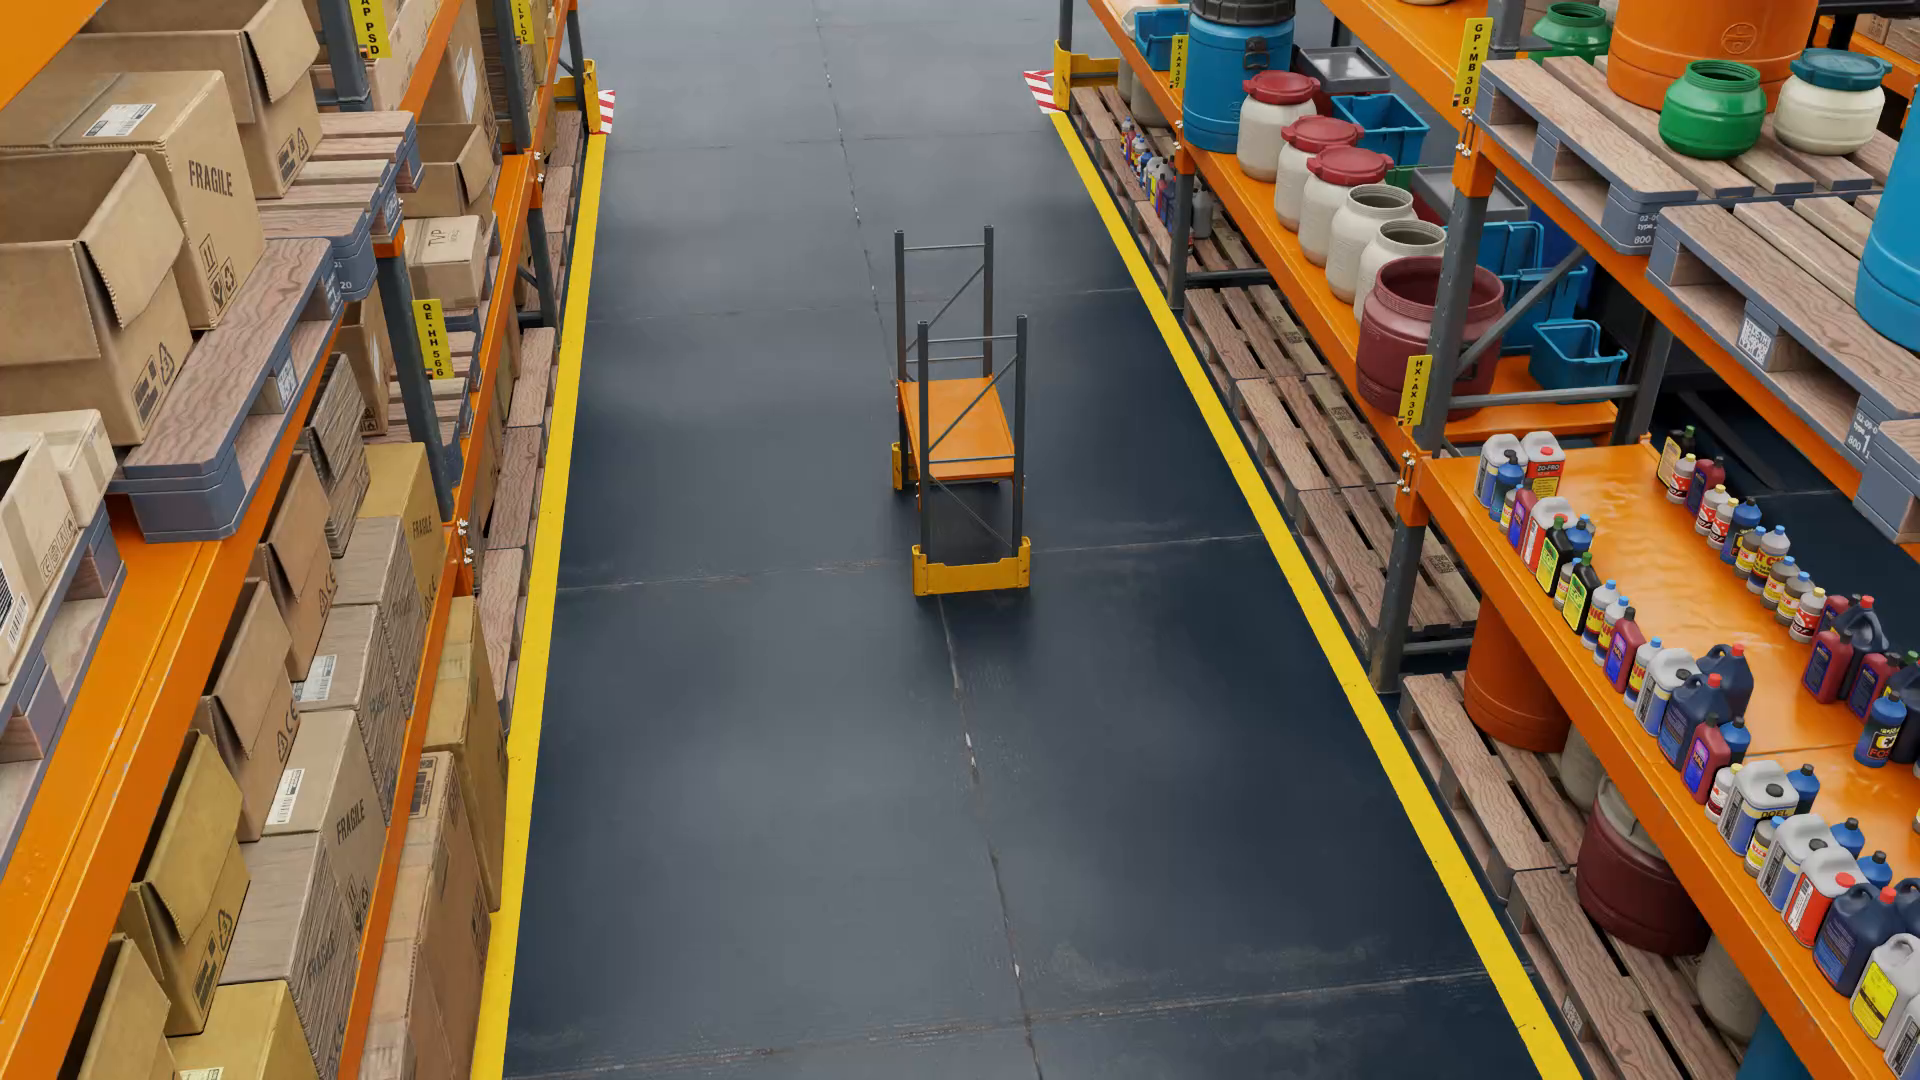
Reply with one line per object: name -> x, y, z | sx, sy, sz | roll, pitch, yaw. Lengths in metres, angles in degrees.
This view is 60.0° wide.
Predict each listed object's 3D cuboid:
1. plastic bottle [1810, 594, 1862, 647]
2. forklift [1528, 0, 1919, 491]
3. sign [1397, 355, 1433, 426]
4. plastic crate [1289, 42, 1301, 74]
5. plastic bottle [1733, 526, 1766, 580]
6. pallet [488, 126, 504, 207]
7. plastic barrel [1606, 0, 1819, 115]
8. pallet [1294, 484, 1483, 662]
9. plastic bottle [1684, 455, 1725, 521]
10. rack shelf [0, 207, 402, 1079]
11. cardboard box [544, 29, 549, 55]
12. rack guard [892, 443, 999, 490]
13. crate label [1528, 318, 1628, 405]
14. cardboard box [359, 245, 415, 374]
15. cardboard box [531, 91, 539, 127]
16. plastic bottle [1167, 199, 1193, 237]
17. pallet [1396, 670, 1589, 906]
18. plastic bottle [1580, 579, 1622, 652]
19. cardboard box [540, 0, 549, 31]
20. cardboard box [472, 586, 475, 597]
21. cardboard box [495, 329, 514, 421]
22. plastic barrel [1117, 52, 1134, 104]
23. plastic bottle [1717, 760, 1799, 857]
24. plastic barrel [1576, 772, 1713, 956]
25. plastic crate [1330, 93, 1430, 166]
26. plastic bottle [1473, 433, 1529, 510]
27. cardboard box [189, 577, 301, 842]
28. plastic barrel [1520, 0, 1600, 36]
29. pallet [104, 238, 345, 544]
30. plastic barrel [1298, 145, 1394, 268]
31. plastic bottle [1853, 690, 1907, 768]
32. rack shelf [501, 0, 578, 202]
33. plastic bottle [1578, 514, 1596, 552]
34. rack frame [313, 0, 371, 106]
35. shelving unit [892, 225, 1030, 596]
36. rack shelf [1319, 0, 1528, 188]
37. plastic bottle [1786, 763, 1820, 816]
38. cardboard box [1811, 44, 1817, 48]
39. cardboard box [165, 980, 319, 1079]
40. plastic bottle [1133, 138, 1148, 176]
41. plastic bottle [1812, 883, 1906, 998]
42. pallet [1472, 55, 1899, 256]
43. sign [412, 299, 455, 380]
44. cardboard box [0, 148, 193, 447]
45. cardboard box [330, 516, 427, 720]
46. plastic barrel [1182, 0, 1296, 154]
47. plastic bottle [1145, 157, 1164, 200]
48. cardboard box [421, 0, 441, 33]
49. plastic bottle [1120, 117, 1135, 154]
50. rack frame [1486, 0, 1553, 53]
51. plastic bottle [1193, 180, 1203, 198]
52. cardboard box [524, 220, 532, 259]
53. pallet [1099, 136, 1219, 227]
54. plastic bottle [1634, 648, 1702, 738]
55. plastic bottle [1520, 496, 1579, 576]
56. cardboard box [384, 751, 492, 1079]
plastic bottle -> 3.046, 0.289, 5.767 | 0.061, 0.283, 0.133 | -4, 35, -6
forklift -> 4.427, -2.159, 9.316 | 1.130, 2.935, 3.031 | -4, 34, -6
sign -> 1.870, -0.613, 6.841 | 0.100, 0.325, 0.005 | -4, 35, -6
plastic crate -> 1.932, -3.099, 10.689 | 0.767, 0.338, 0.504 | -4, 35, -6
plastic bottle -> 2.960, 0.042, 6.201 | 0.097, 0.201, 0.097 | 0, 34, 0
pallet -> -3.073, -1.931, 9.090 | 1.003, 0.211, 1.213 | -4, 35, -6
plastic barrel -> 2.488, -1.864, 5.404 | 0.600, 0.830, 0.708 | -4, 35, -6
pallet -> 2.349, 0.126, 8.377 | 1.003, 0.211, 1.213 | -4, 35, -6
plastic bottle -> 2.923, -0.220, 6.514 | 0.061, 0.283, 0.133 | -4, 35, -6
rack shelf -> -2.224, -0.042, 4.123 | 1.077, 0.370, 4.000 | -4, 35, -6
cardboard box -> -2.977, -3.323, 11.185 | 0.380, 0.149, 0.250 | -4, 35, -6
rack guard -> -0.077, -0.424, 9.150 | 0.587, 0.250, 0.087 | -4, 35, -6
crate label -> 2.729, -0.785, 7.387 | 0.303, 0.233, 0.416 | -4, 35, -6
cardboard box -> -2.780, -1.033, 7.140 | 0.700, 0.500, 0.500 | 0, 34, 1
cardboard box -> -2.783, -2.627, 10.165 | 0.380, 0.149, 0.250 | -4, 35, -6
plastic bottle -> 1.505, -2.248, 11.346 | 0.144, 0.351, 0.185 | -5, 35, -8
pallet -> 2.562, 0.998, 7.098 | 1.003, 0.211, 1.213 | -4, 35, -6
plastic bottle -> 2.252, 0.256, 5.824 | 0.097, 0.271, 0.097 | 0, 34, 0
cardboard box -> -3.256, -3.703, 11.167 | 0.875, 0.500, 0.500 | -4, 35, -6
cardboard box -> -2.603, 0.263, 7.529 | 0.700, 0.500, 0.500 | -6, 35, -9
cardboard box -> -2.925, -0.985, 9.361 | 0.700, 0.500, 0.500 | -5, 35, -7
plastic barrel -> 1.503, -3.839, 13.556 | 0.421, 0.512, 0.421 | 0, 34, 0
plastic bottle -> 2.413, 0.807, 5.012 | 0.152, 0.276, 0.135 | -4, 35, -6
plastic barrel -> 2.649, 1.134, 6.191 | 0.600, 0.588, 0.708 | -4, 35, -6
plastic crate -> 2.333, -2.224, 9.365 | 0.392, 0.384, 0.575 | -4, 35, -6
plastic bottle -> 2.153, -0.274, 6.598 | 0.152, 0.276, 0.135 | -4, 35, -6
cardboard box -> -2.229, 0.475, 4.410 | 0.797, 0.503, 0.637 | -3, 34, -5
plastic barrel -> 2.519, -2.512, 6.664 | 0.600, 0.901, 0.600 | 0, 34, 0
pallet -> -2.201, -0.398, 4.175 | 1.003, 0.211, 1.213 | -3, 34, -4
plastic barrel -> 1.945, -1.678, 8.428 | 0.433, 0.535, 0.433 | 0, 34, 0
plastic bottle -> 2.955, 0.597, 5.325 | 0.097, 0.271, 0.097 | 0, 34, 0
rack shelf -> -3.300, -3.267, 11.519 | 1.077, 0.370, 4.000 | -4, 35, -6
plastic bottle -> 2.336, -0.005, 6.269 | 0.097, 0.201, 0.097 | 0, 34, 0
rack frame -> -2.493, -2.695, 4.714 | 1.000, 3.000, 0.127 | -4, 35, -6
shelving unit -> -0.010, -0.662, 8.390 | 0.587, 1.500, 1.083 | -4, 35, -6
rack shelf -> 2.146, -2.649, 7.949 | 1.077, 0.370, 4.000 | -4, 35, -6
plastic bottle -> 2.534, 0.789, 5.042 | 0.097, 0.271, 0.097 | 0, 34, 0
cardboard box -> 6.298, -3.622, 12.804 | 0.500, 0.500, 0.500 | -4, 35, -6
cardboard box -> -1.838, 1.419, 3.915 | 0.500, 0.500, 0.500 | -4, 35, -6
plastic bottle -> 1.333, -2.827, 12.267 | 0.097, 0.271, 0.097 | 0, 34, 0
plastic bottle -> 2.480, 1.070, 4.560 | 0.144, 0.351, 0.185 | -4, 35, -6
pallet -> 2.421, -1.318, 5.525 | 1.003, 0.211, 1.213 | -4, 35, -6
sign -> -1.944, -0.738, 6.141 | 0.100, 0.325, 0.005 | -4, 35, -6
cardboard box -> -2.197, -0.533, 3.741 | 0.797, 0.503, 0.637 | -5, 35, -7
cardboard box -> -2.120, 0.278, 5.589 | 0.500, 0.500, 0.500 | -5, 35, -7
plastic barrel -> 1.628, -2.792, 9.738 | 0.600, 0.901, 0.708 | -4, 35, -6
plastic bottle -> 1.417, -2.595, 11.922 | 0.152, 0.276, 0.135 | -4, 34, -6
cardboard box -> -2.452, -2.248, 6.854 | 0.500, 0.250, 0.500 | -4, 34, -5
plastic bottle -> 1.274, -3.074, 12.629 | 0.097, 0.271, 0.097 | 0, 34, 0
rack frame -> 2.415, -3.070, 5.264 | 1.000, 3.000, 0.127 | -4, 35, -6
plastic bottle -> 1.622, -2.349, 11.562 | 0.152, 0.276, 0.135 | -4, 35, -6
cardboard box -> -3.130, -2.134, 11.064 | 0.500, 0.500, 0.500 | 6, 35, 9
pallet -> 1.660, -2.731, 12.570 | 1.003, 0.211, 1.213 | -4, 35, -6
plastic bottle -> 2.339, 0.500, 5.463 | 0.152, 0.276, 0.135 | -4, 35, -6
plastic bottle -> 2.215, -0.015, 6.219 | 0.152, 0.276, 0.135 | -4, 35, -6
cardboard box -> -2.309, 1.373, 5.585 | 1.225, 0.875, 0.875 | -4, 35, -6
